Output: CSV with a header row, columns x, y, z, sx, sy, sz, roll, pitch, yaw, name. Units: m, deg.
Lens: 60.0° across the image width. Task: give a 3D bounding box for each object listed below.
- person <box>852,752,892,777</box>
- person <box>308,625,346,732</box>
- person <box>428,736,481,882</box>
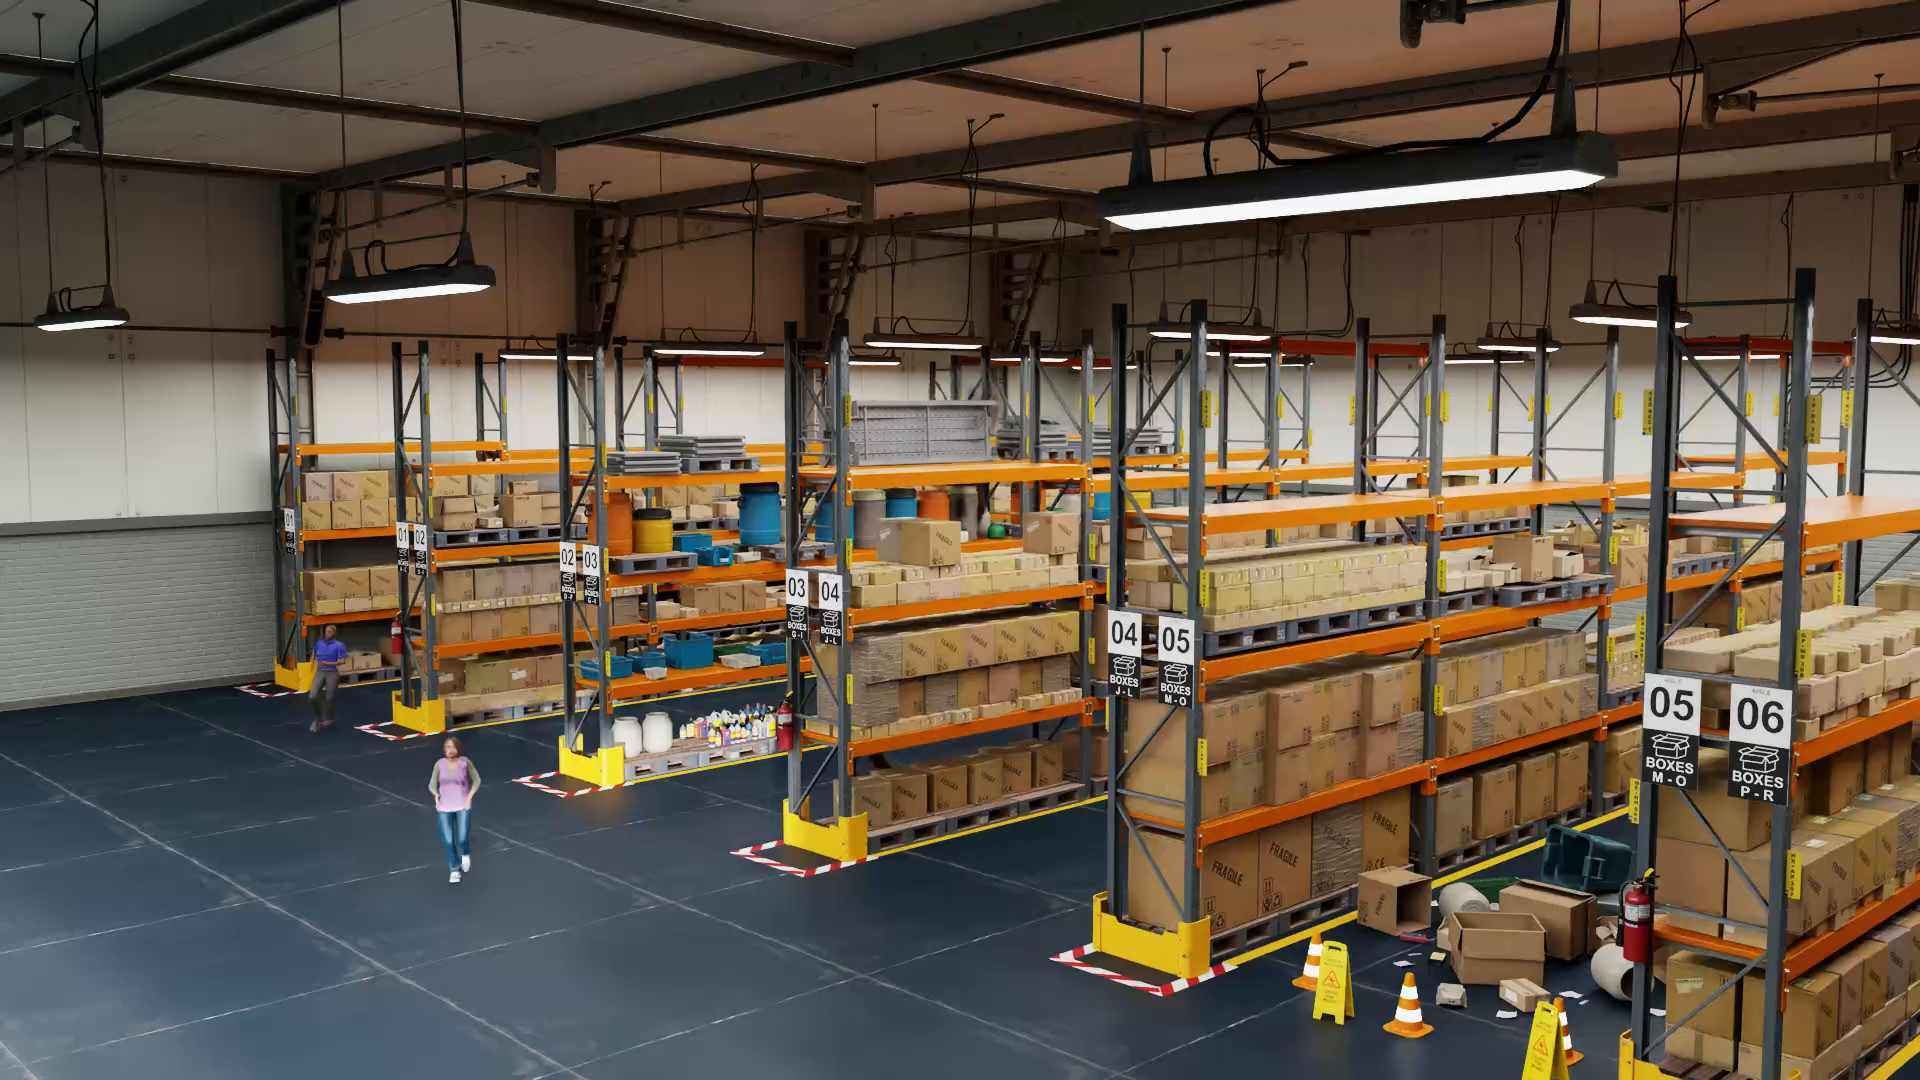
x,y,z,sx,sy,sz,roll,pitch,yaw,name
-1.231,2.516,21.557,0.649,1.602,1.026,3,6,31,person
-9.775,2.137,25.732,0.580,1.663,0.645,0,5,-3,person
-5.372,2.861,17.646,0.528,1.552,0.551,-1,5,-10,person
